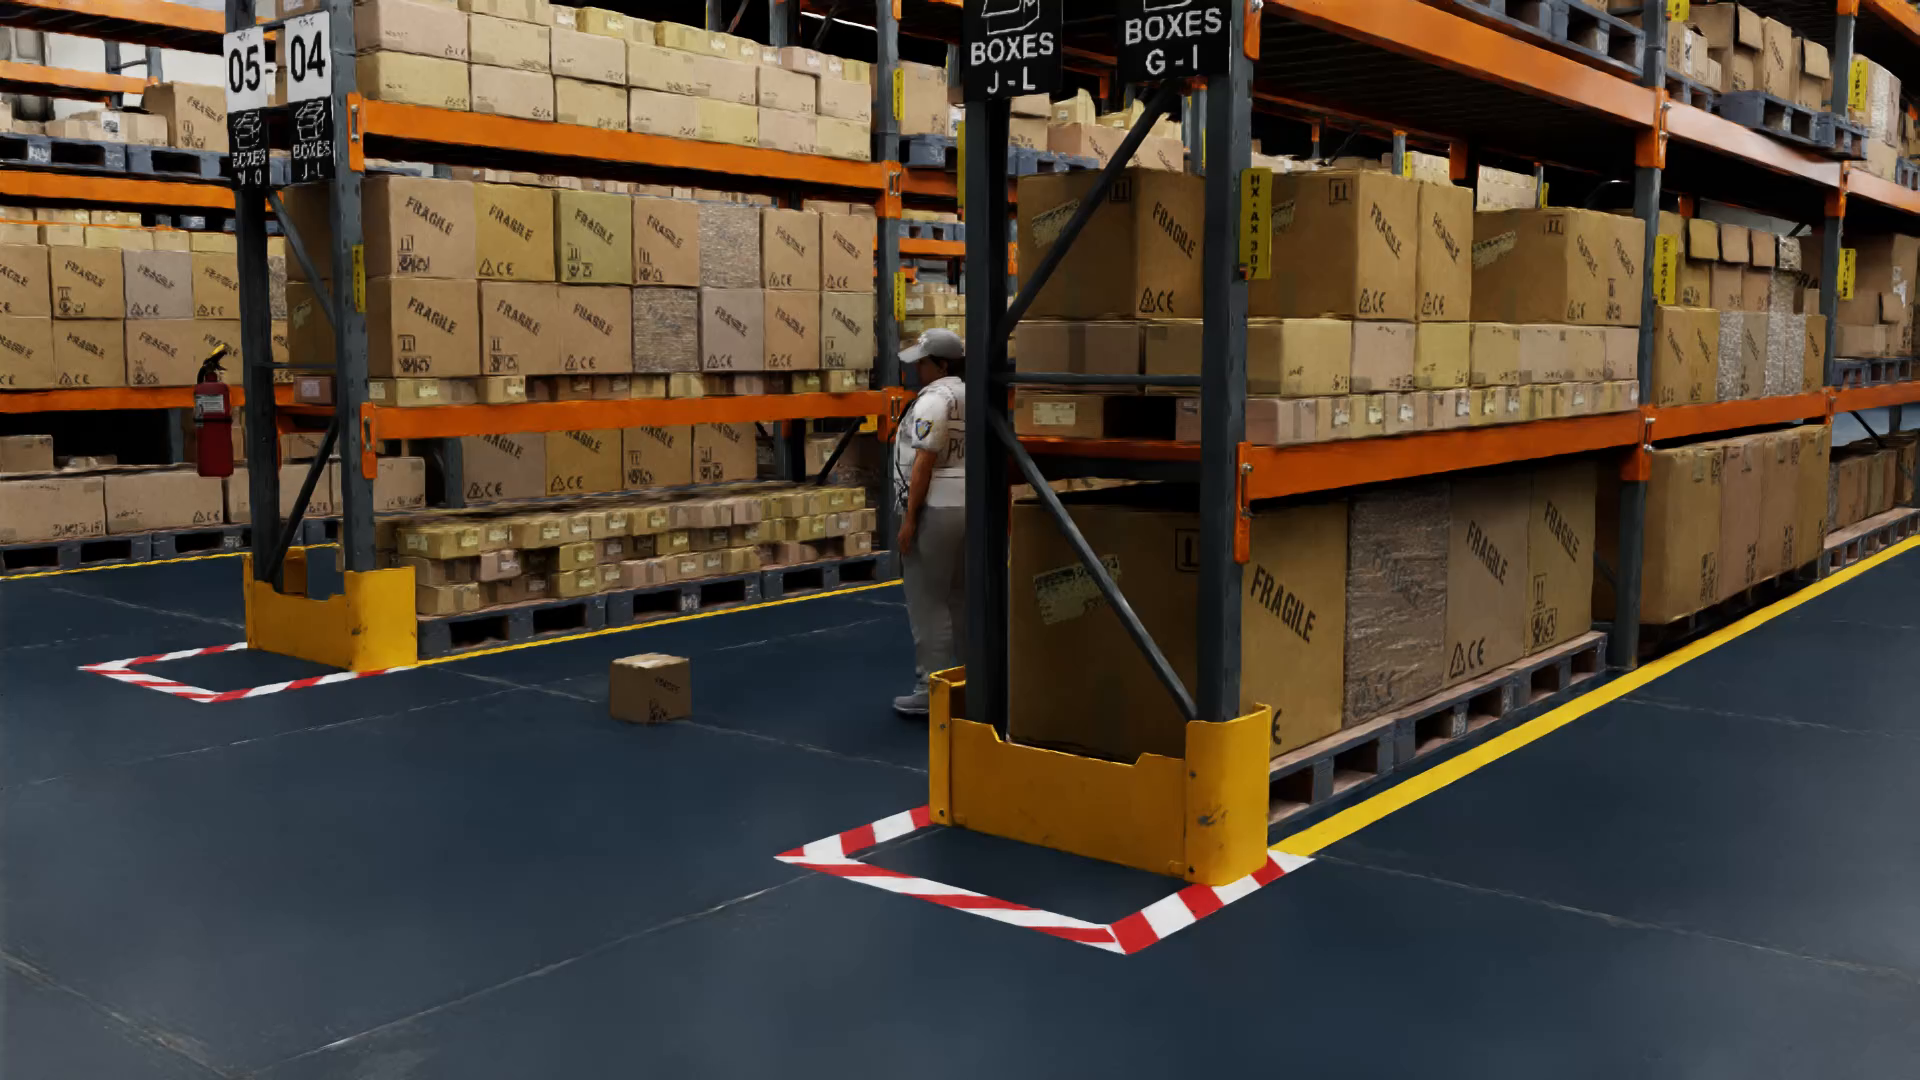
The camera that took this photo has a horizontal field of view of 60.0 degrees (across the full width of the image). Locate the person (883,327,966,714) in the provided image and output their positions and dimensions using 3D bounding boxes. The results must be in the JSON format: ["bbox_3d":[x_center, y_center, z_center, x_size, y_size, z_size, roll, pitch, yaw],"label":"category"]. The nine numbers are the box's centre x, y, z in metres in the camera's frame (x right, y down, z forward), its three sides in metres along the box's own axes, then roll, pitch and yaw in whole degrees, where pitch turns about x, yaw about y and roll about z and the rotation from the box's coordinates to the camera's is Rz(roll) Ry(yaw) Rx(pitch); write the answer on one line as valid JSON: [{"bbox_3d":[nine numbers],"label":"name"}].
[{"bbox_3d":[-0.070,-0.080,7.219,0.386,1.675,0.564,4,8,30],"label":"person"}]
